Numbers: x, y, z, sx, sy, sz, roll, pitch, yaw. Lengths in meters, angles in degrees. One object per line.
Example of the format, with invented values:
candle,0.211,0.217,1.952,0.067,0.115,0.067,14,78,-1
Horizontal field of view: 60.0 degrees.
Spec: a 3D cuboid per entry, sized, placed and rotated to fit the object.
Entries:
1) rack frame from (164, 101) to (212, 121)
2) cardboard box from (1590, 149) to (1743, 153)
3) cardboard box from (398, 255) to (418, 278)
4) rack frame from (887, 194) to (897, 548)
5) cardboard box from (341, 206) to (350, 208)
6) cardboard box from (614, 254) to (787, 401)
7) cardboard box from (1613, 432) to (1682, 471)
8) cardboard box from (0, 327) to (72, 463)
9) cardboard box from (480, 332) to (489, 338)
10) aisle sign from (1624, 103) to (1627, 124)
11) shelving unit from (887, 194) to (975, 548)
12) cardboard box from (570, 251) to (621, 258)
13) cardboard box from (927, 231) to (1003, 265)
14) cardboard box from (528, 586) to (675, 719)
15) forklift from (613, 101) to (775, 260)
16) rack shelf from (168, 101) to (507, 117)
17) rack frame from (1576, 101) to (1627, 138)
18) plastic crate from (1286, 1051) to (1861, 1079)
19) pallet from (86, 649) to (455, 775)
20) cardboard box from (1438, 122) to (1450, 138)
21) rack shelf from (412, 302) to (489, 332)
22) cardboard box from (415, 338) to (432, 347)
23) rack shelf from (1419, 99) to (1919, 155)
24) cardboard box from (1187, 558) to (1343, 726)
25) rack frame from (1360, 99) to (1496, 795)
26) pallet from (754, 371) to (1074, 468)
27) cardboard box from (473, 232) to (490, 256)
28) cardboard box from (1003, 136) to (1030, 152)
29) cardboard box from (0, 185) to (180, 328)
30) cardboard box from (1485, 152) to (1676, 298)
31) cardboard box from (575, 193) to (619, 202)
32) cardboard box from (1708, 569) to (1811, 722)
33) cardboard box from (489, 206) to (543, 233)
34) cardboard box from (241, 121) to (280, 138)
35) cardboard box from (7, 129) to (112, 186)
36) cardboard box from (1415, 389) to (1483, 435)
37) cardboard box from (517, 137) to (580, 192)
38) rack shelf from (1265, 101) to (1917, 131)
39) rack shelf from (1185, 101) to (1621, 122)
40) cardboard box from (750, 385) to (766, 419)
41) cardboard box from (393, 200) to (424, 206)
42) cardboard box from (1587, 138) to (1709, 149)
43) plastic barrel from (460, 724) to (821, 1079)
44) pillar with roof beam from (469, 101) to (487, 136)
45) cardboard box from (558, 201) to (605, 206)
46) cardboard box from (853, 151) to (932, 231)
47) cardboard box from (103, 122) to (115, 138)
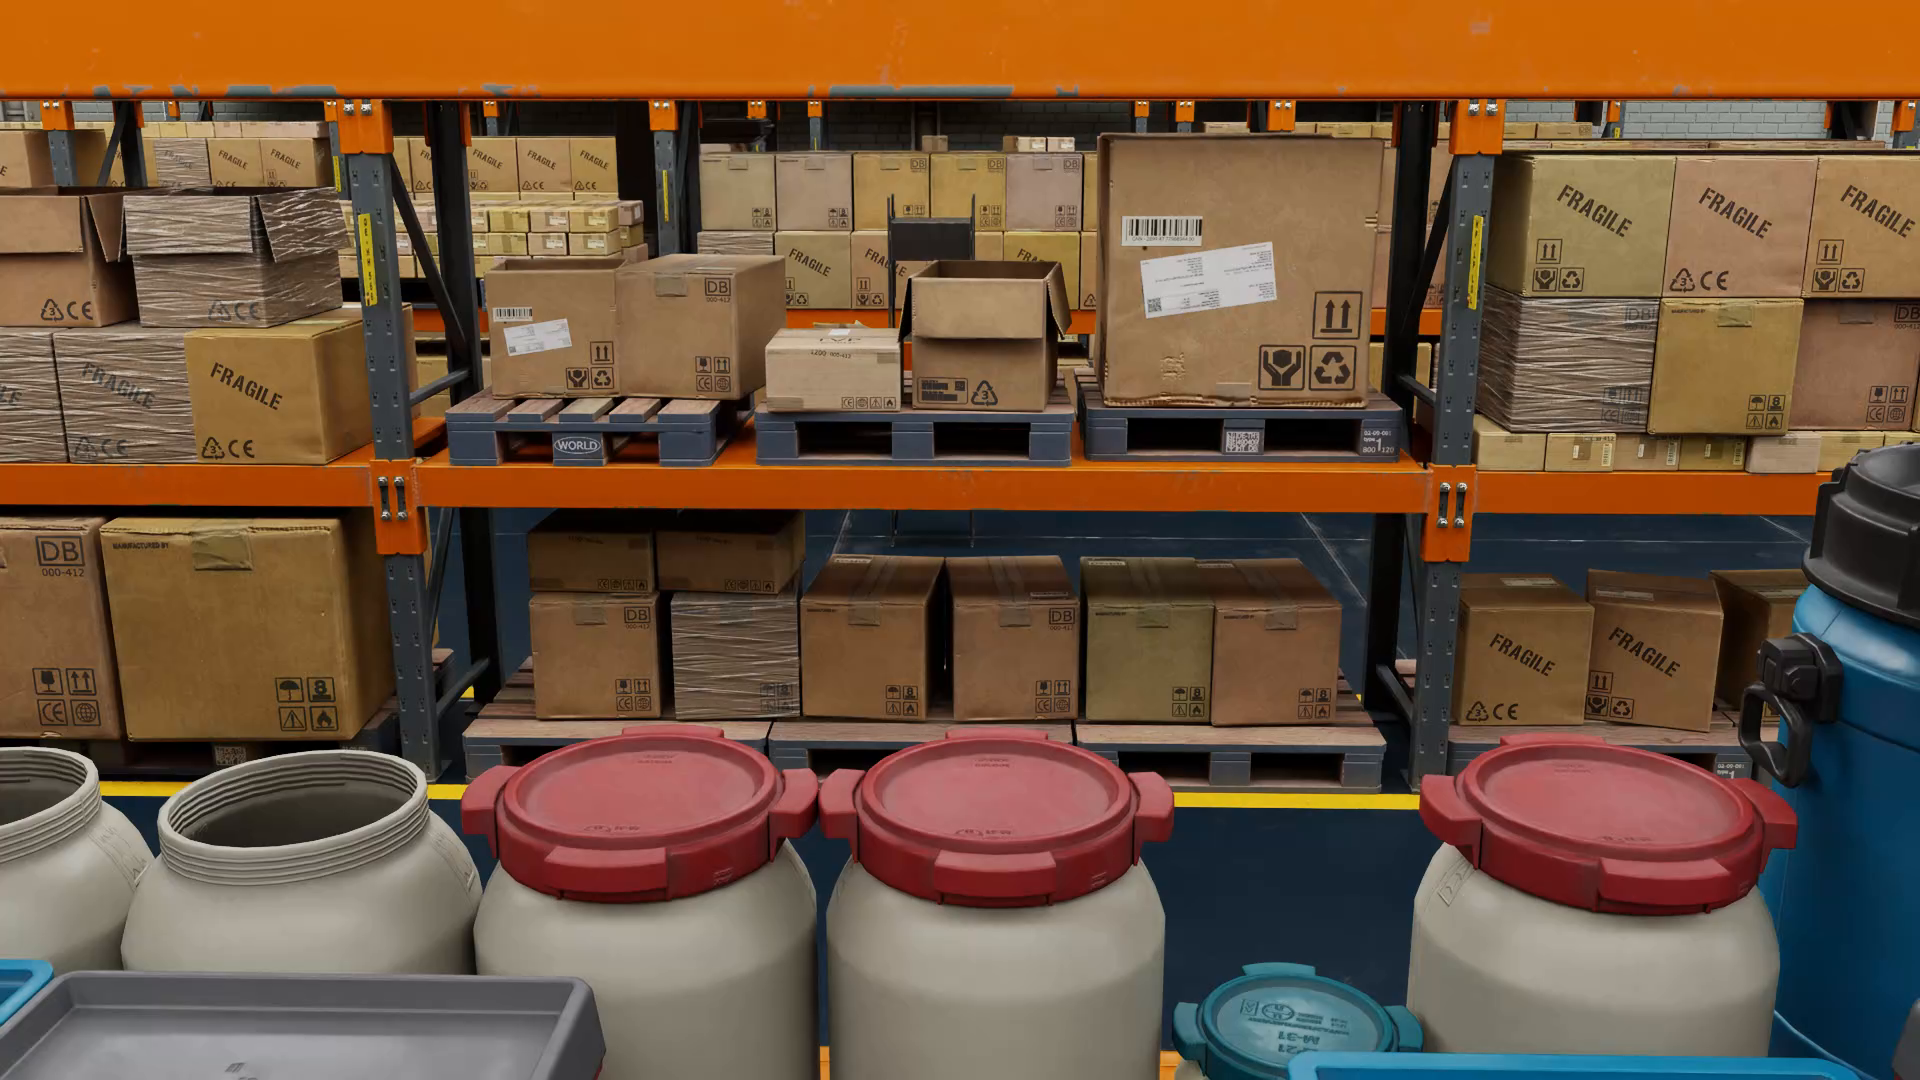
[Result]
rack frame,-9.766,-4.446,21.312,0.127,3.000,1.000,0,15,1
cardboard box,2.811,-1.315,6.705,0.500,0.500,0.500,0,15,1
cardboard box,-3.704,-1.843,11.113,0.250,0.149,0.380,1,15,3
rack frame,-0.409,-1.018,10.082,0.015,2.100,0.400,0,15,1
cardboard box,-4.241,-2.133,11.046,0.250,0.149,0.380,1,15,4
cardboard box,-1.043,-0.881,6.780,0.500,0.500,0.700,3,15,10
cardboard box,2.562,-0.376,6.377,0.250,0.149,0.380,0,15,1
cardboard box,-3.661,-0.597,6.526,0.500,0.500,0.500,0,15,0
cardboard box,-4.365,-2.342,16.680,0.875,0.875,0.875,1,15,3
aisle sign,6.161,-4.259,15.506,0.004,0.787,0.394,0,15,1
shelving unit,-0.165,-1.016,10.076,0.503,2.100,0.431,0,15,1
cardboard box,-2.421,-1.833,11.076,0.250,0.149,0.380,1,15,2
cardboard box,0.036,-1.832,11.208,0.500,0.500,0.500,0,15,1
cardboard box,-1.474,0.394,7.004,0.500,0.500,0.700,0,15,-2
forklift,-2.019,-2.404,13.707,3.031,2.935,1.130,-1,15,-2
rack shelf,-7.766,-5.536,20.972,4.000,0.370,1.077,0,15,1
rack frame,6.106,-3.076,16.119,0.127,3.000,1.000,0,15,1
plastic crate,0.617,0.768,1.580,0.575,0.384,0.392,0,15,1
pallet,-2.930,0.723,7.186,1.213,0.211,1.003,0,15,1
cardboard box,4.572,-3.682,15.676,0.500,0.500,0.700,0,15,1
rack shelf,-3.916,-1.530,11.671,4.000,0.370,1.077,0,15,1
cardboard box,-4.122,-1.301,11.999,0.500,0.250,0.500,0,15,-1
rack shelf,3.854,-1.664,6.299,4.000,0.370,1.077,0,15,1
cardboard box,1.241,0.411,6.938,0.500,0.500,0.700,-1,15,-3
rack frame,1.854,-0.575,6.639,0.127,3.000,1.000,0,15,1
pallet,-0.164,-0.506,6.753,1.213,0.211,1.003,0,15,1
cardboard box,-3.202,-1.982,11.058,0.250,0.149,0.380,0,15,2
cardboard box,0.558,-3.885,16.312,0.250,0.149,0.380,1,15,5
cardboard box,-3.526,-1.148,6.650,0.637,0.503,0.797,1,15,3
cardboard box,2.298,-1.183,6.204,0.500,0.500,0.500,0,15,1
cardboard box,-3.407,-3.236,16.041,0.500,0.250,0.500,0,15,0
cardboard box,3.449,0.429,6.910,0.500,0.500,0.500,-1,15,-4
cardboard box,-2.931,-2.125,11.016,0.250,0.149,0.380,1,15,3
cardboard box,-6.716,-3.954,16.020,0.250,0.149,0.380,0,15,1
cardboard box,-6.360,-2.632,11.697,0.500,0.500,0.500,1,15,3
cardboard box,2.077,-0.527,6.950,0.250,0.149,0.380,0,15,1
cardboard box,-3.930,-3.608,15.979,0.500,0.500,0.500,0,15,1
rack shelf,4.081,-2.929,11.091,4.000,0.370,1.077,0,15,1
rack shelf,4.107,-4.192,15.878,4.000,0.370,1.077,0,15,1
cardboard box,-1.310,-0.954,11.661,0.750,0.750,1.050,0,15,1
cardboard box,-3.937,-2.298,11.672,0.250,0.149,0.380,0,15,1
cardboard box,4.602,-2.438,11.292,0.550,0.550,0.875,0,15,1
plastic barrel,-0.389,0.553,2.099,0.433,0.535,0.433,0,15,0
pillar with roof beam,-6.550,-6.457,17.176,0.400,9.000,9.100,0,15,1
cardboard box,-2.642,-2.288,11.635,0.250,0.149,0.380,0,15,0
cardboard box,-0.449,-2.386,11.347,0.500,0.500,0.700,0,15,1
cardboard box,-7.991,-3.932,15.936,0.250,0.149,0.380,0,15,0
